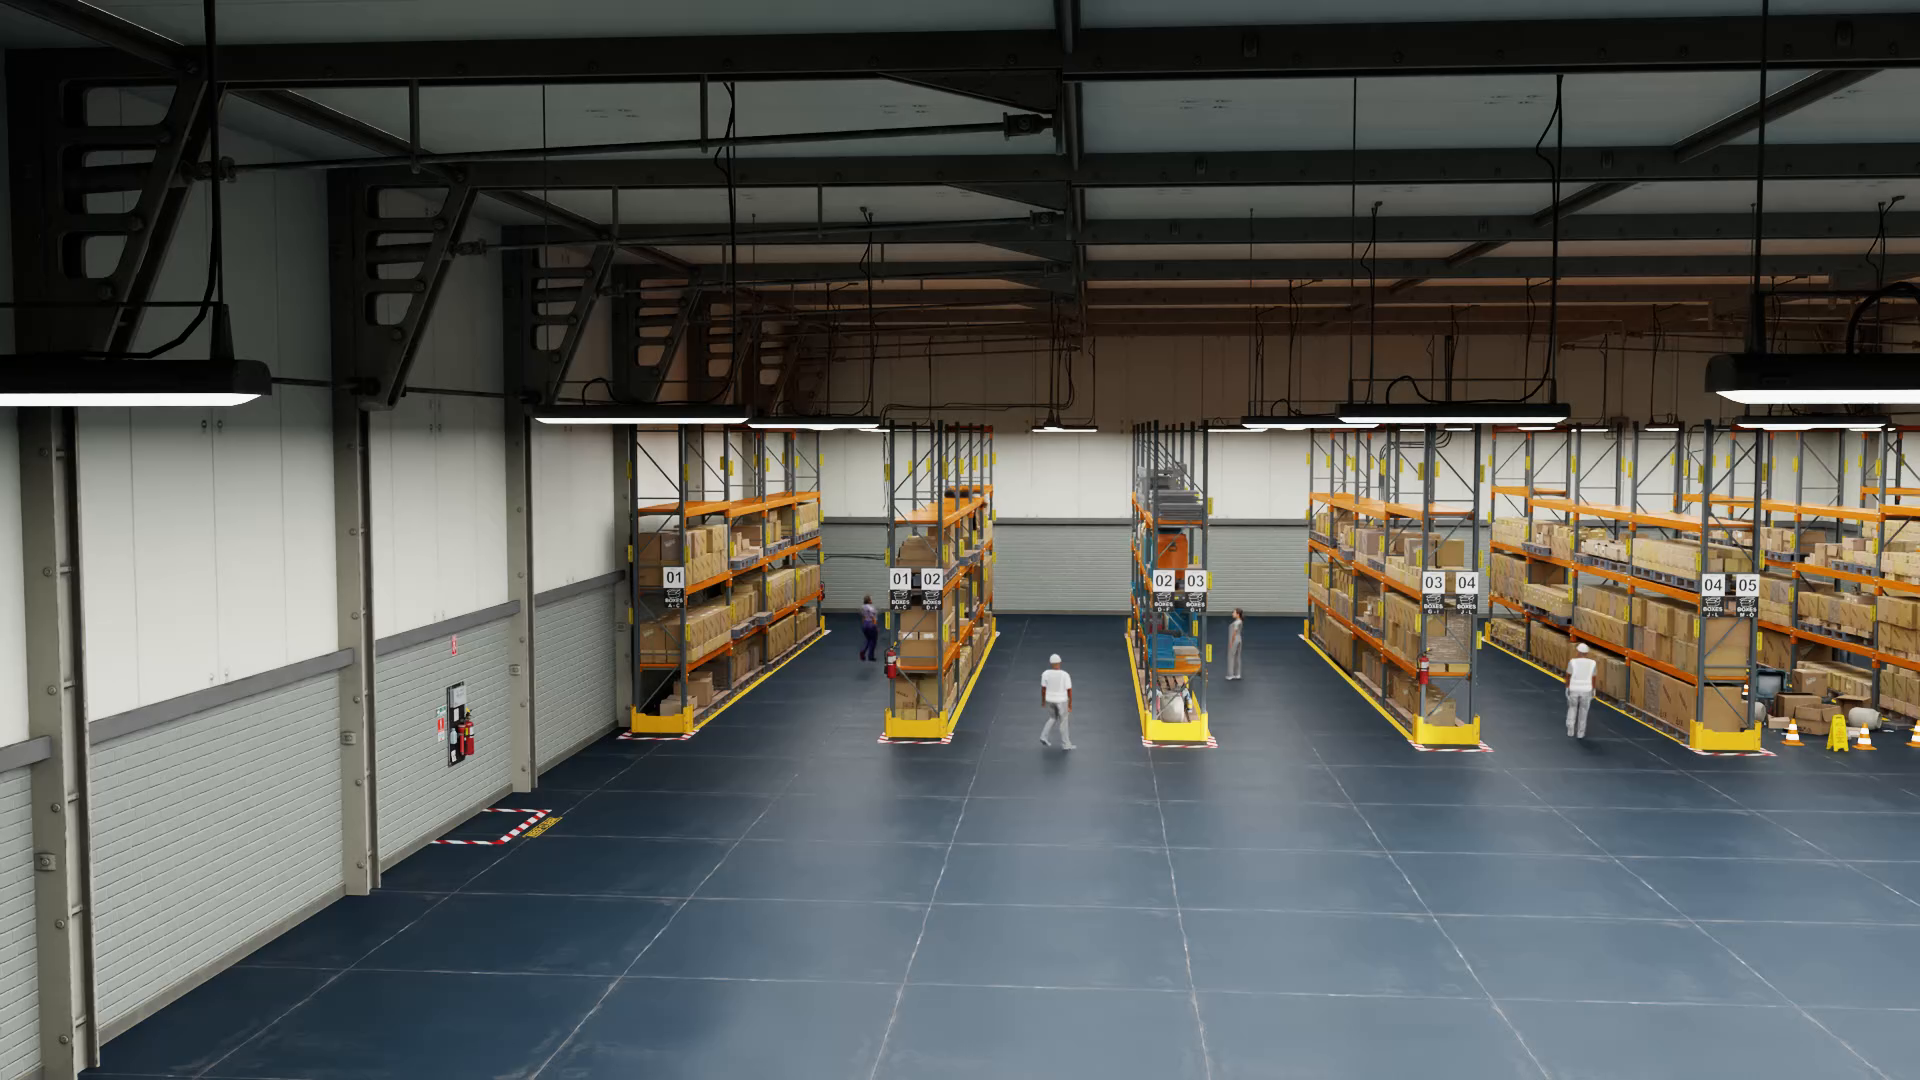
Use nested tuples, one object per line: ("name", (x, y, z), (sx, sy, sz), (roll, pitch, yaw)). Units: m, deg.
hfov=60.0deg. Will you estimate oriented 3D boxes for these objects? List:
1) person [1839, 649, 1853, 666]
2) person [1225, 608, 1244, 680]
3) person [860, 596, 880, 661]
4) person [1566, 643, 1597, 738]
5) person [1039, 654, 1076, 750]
("person", (21.546, 2.283, 40.484), (0.673, 1.771, 0.450), (-3, 5, -42))
("person", (6.427, 2.431, 38.955), (0.411, 1.682, 0.468), (3, 4, 35))
("person", (-2.222, 2.178, 40.944), (0.493, 1.620, 0.476), (3, 5, 41))
("person", (11.687, 2.834, 31.276), (0.517, 1.780, 0.501), (2, 4, 34))
("person", (1.782, 2.940, 30.289), (0.658, 1.762, 0.601), (3, 5, 39))
